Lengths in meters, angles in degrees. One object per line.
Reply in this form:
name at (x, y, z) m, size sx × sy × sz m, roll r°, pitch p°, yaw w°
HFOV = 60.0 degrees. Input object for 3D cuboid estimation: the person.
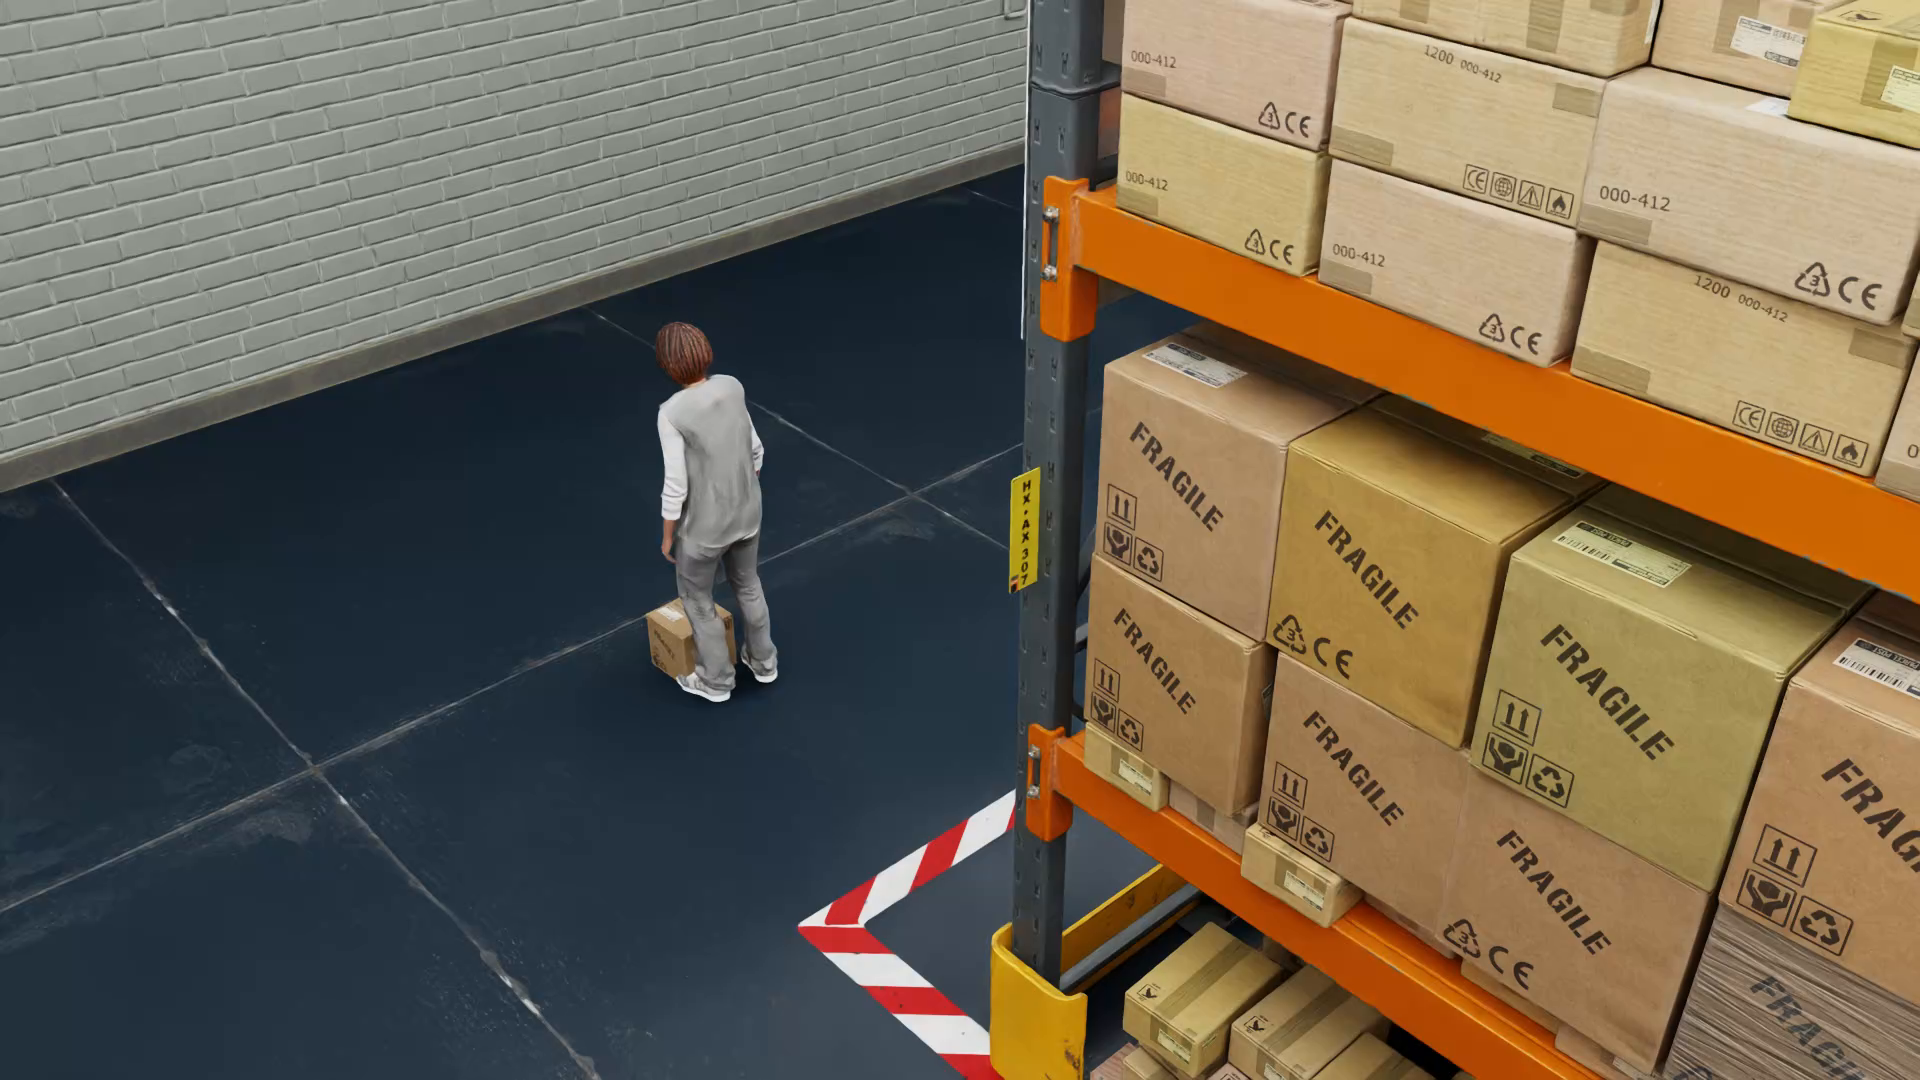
person at (-0.935, -0.080, 6.275) m, size 0.378 × 1.592 × 0.480 m, roll 27°, pitch 41°, yaw 36°
